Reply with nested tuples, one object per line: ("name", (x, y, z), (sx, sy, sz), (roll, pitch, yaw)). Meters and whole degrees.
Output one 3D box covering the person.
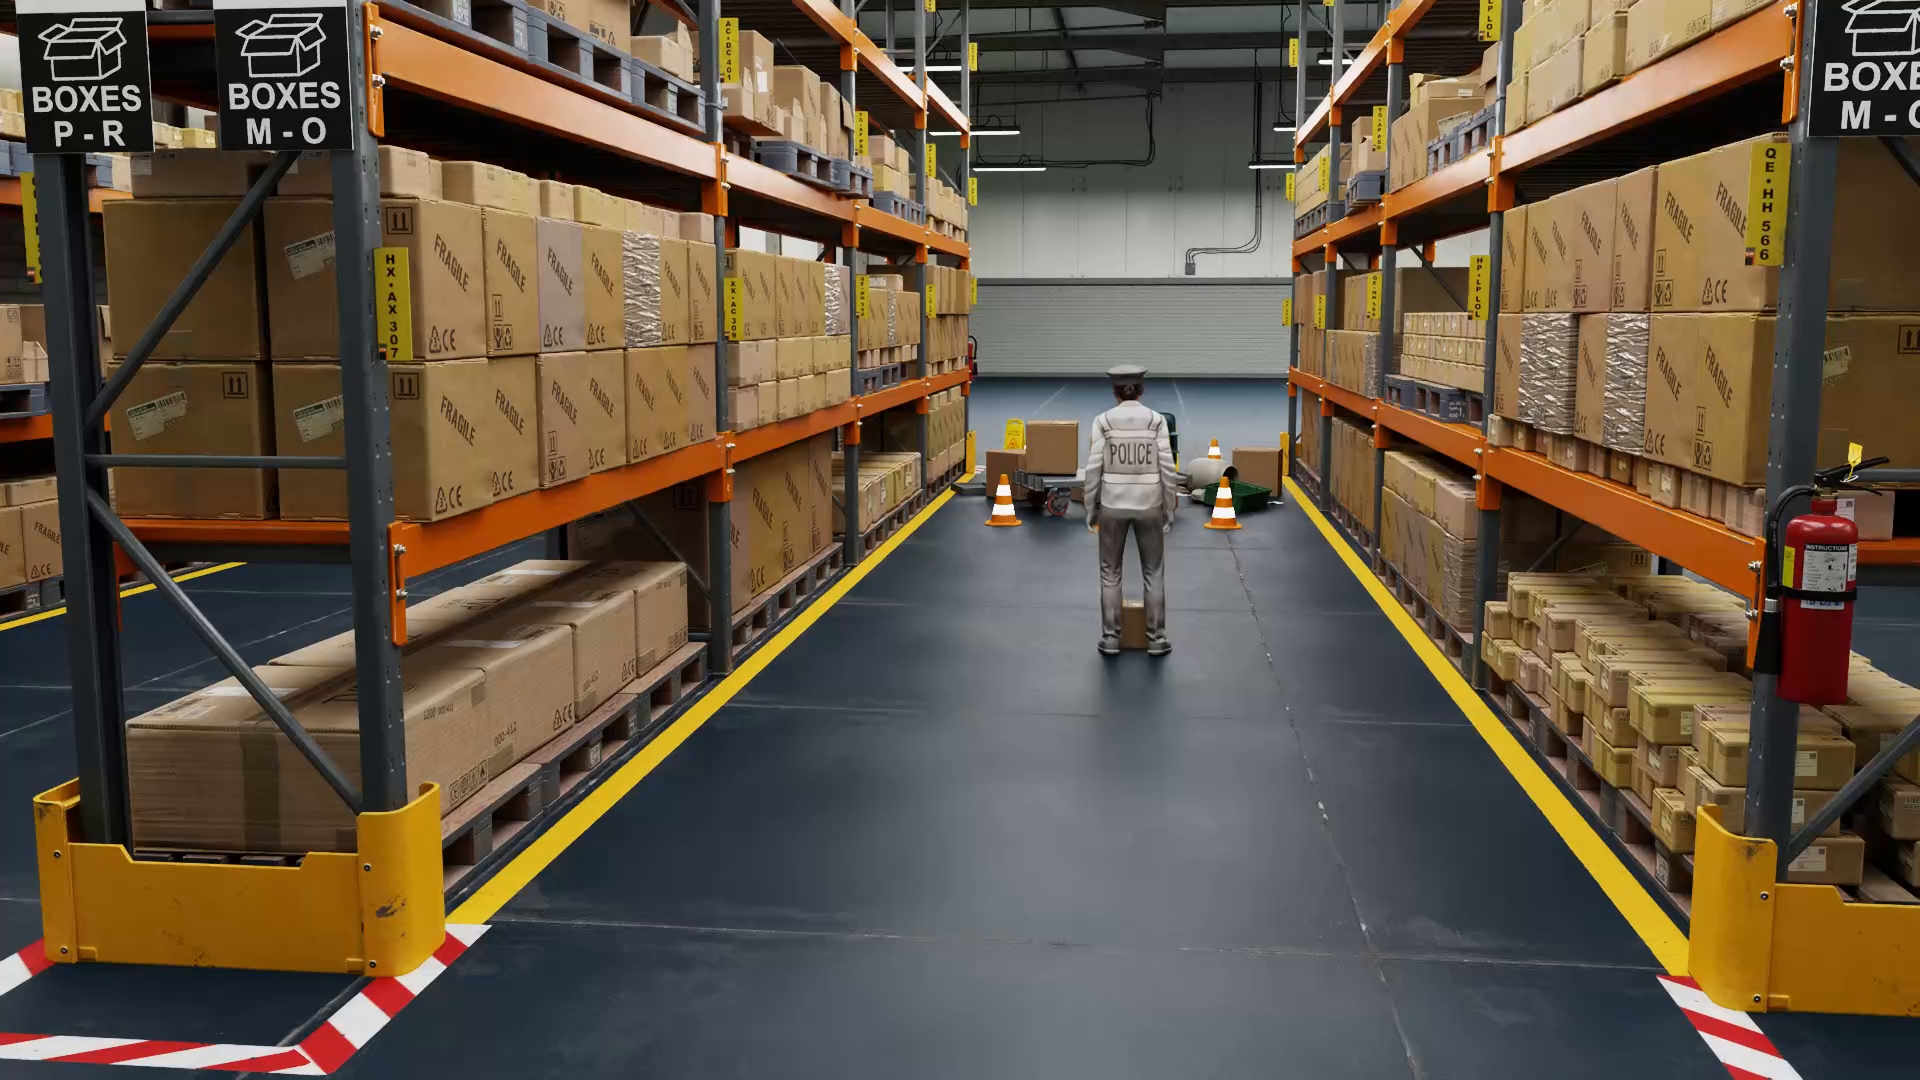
("person", (0.973, -0.169, 9.539), (0.532, 1.662, 0.375), (0, 8, 3))
